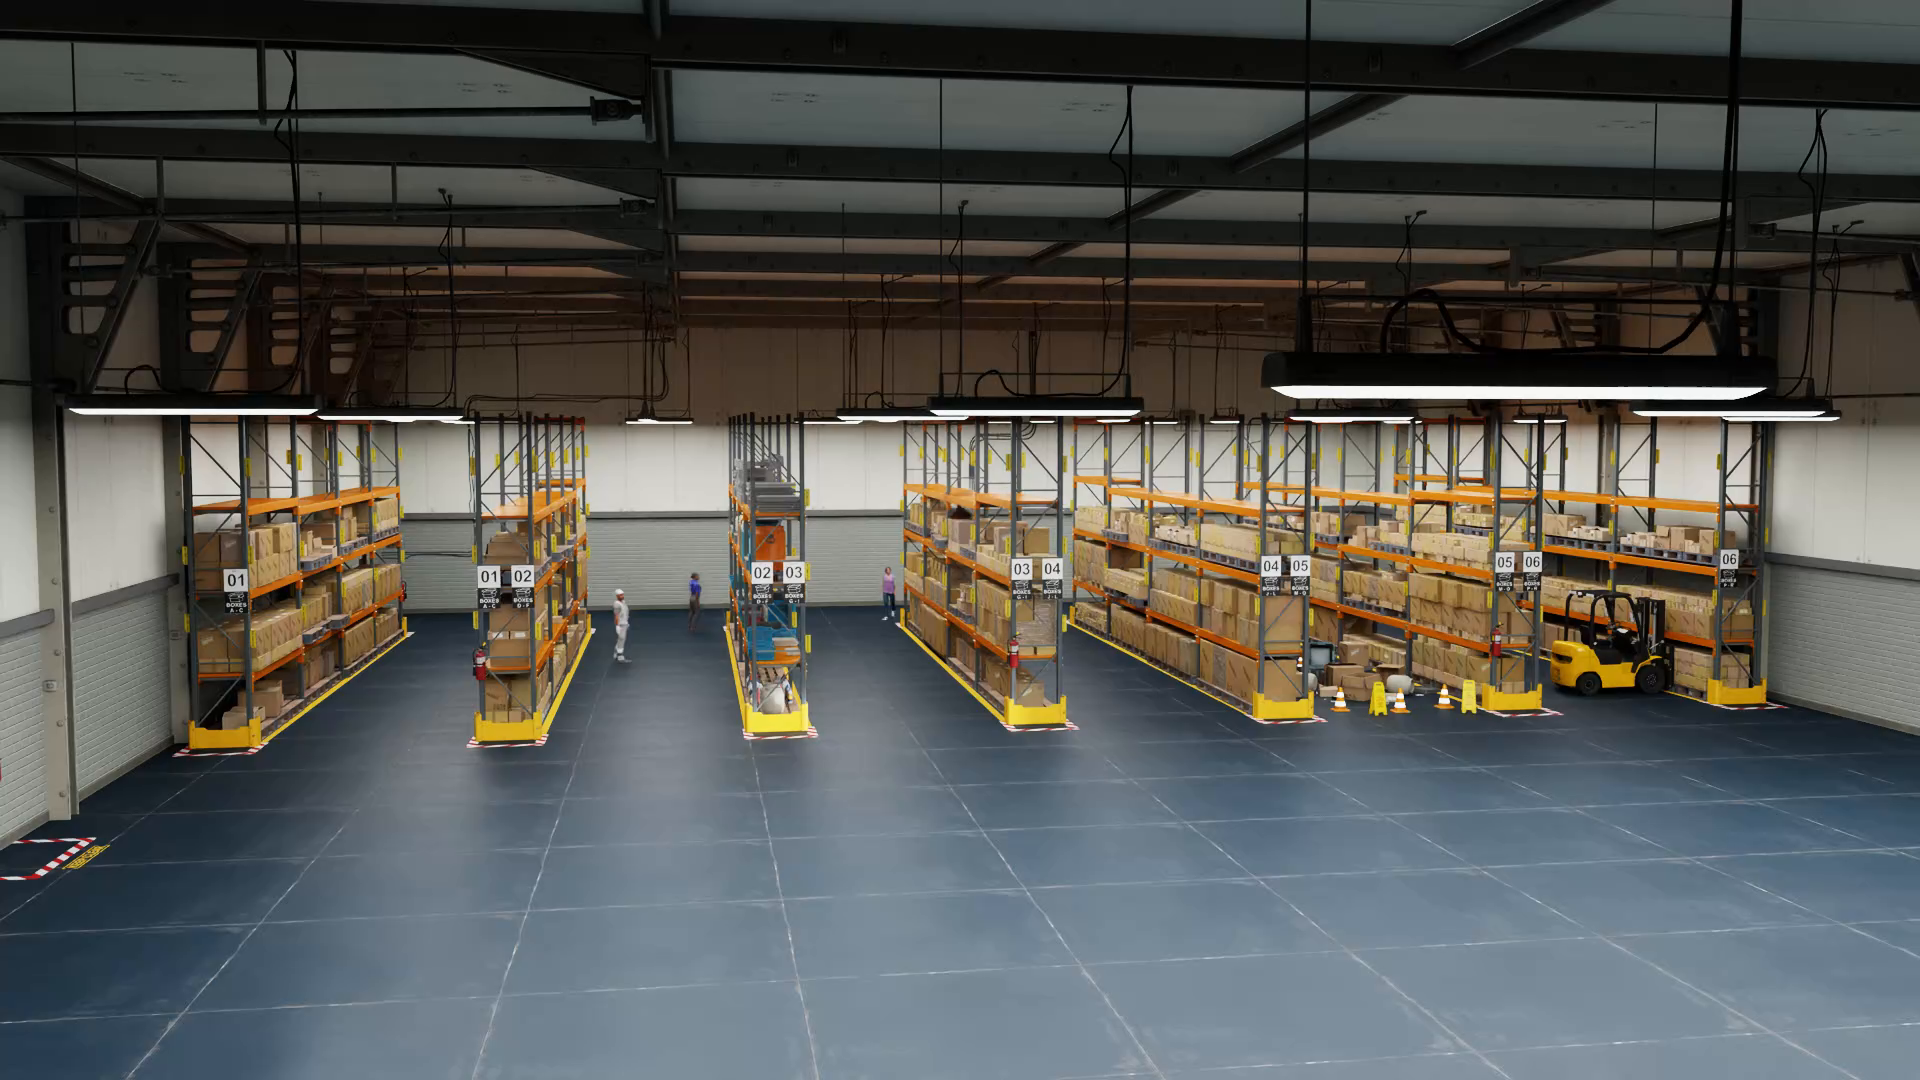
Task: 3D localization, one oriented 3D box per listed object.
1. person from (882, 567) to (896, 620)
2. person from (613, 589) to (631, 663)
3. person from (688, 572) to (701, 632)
[{"bbox_3d":[-2.103,1.573,49.388,0.432,1.577,0.753,0,4,3],"label":"person"},{"bbox_3d":[-8.196,2.087,40.259,0.411,1.813,0.584,-1,4,-12],"label":"person"},{"bbox_3d":[-7.428,1.746,46.584,0.345,1.687,0.537,-2,4,-23],"label":"person"}]
